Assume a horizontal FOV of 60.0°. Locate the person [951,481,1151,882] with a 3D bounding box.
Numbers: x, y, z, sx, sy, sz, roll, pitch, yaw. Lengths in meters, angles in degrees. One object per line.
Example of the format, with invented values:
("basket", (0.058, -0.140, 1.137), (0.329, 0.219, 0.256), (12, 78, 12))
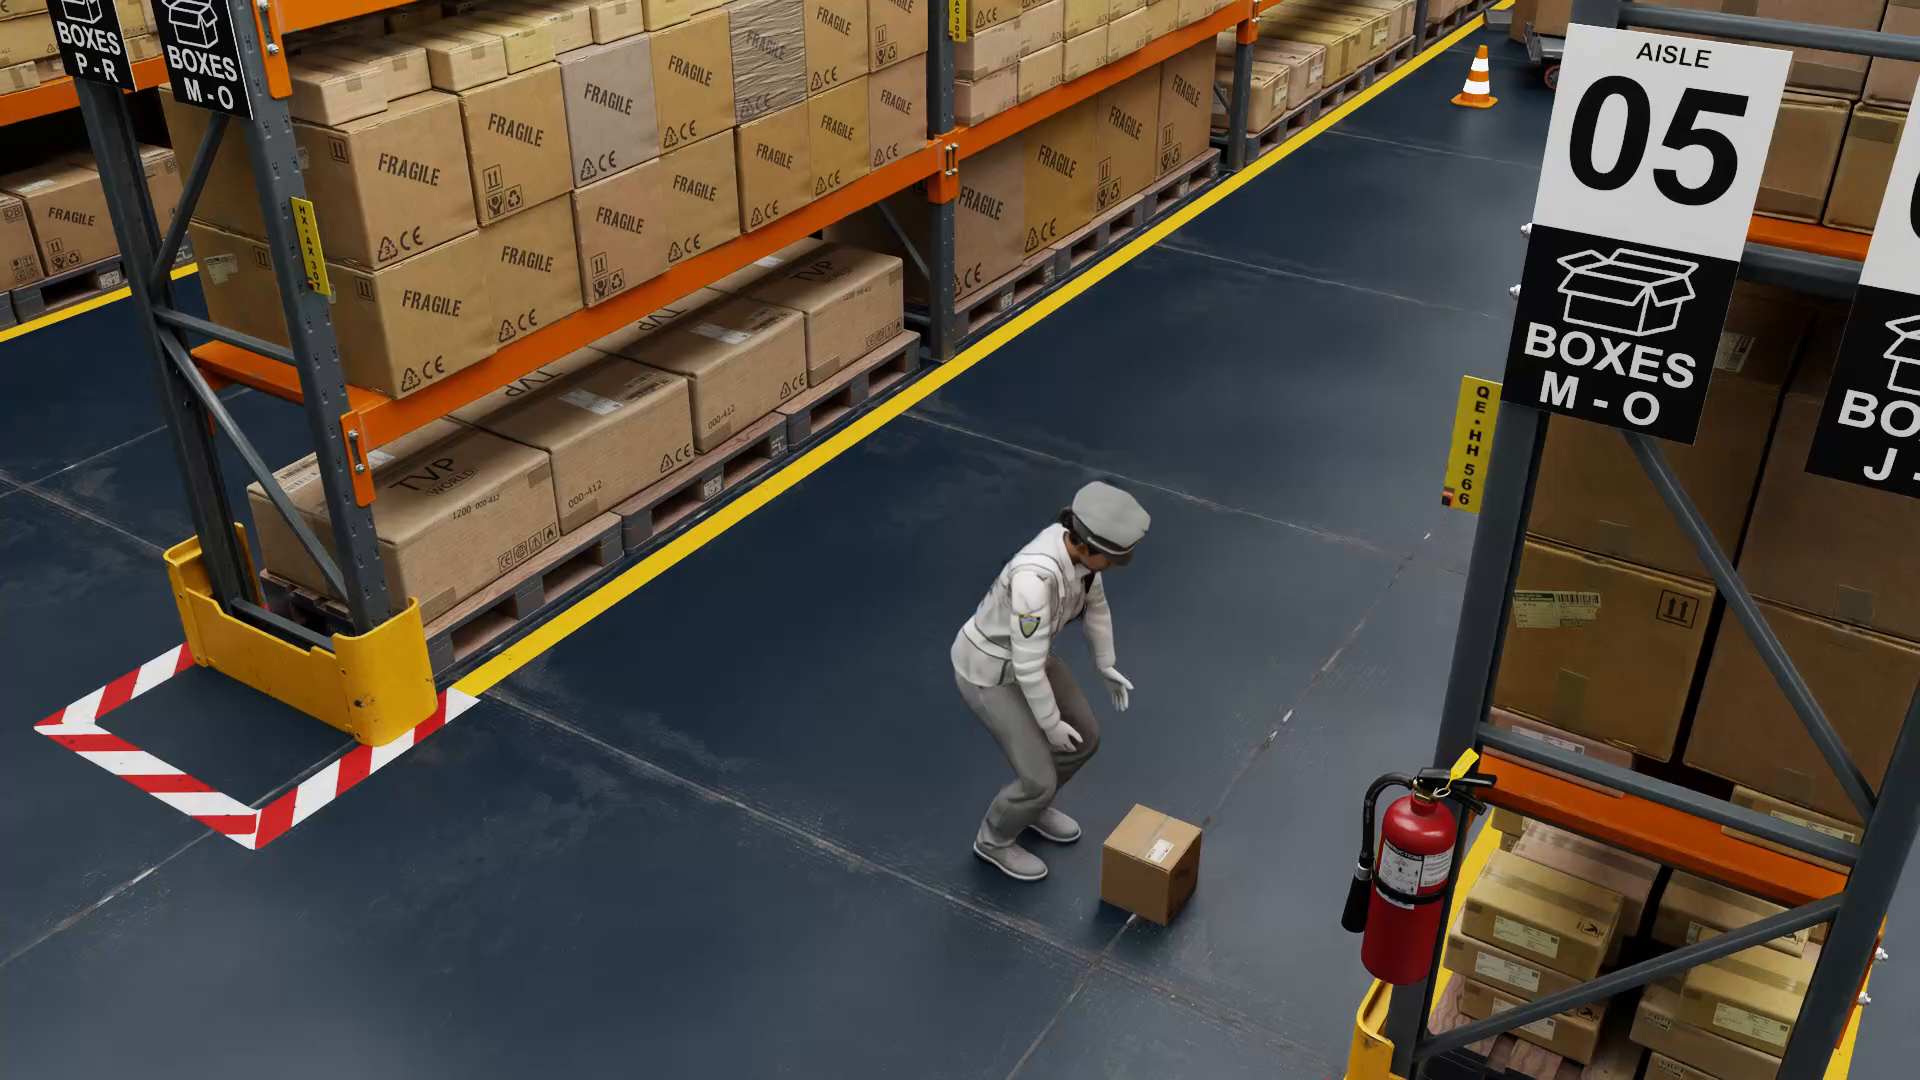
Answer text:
("person", (0.299, 0.453, 5.559), (0.634, 1.479, 0.531), (18, 35, 28))
